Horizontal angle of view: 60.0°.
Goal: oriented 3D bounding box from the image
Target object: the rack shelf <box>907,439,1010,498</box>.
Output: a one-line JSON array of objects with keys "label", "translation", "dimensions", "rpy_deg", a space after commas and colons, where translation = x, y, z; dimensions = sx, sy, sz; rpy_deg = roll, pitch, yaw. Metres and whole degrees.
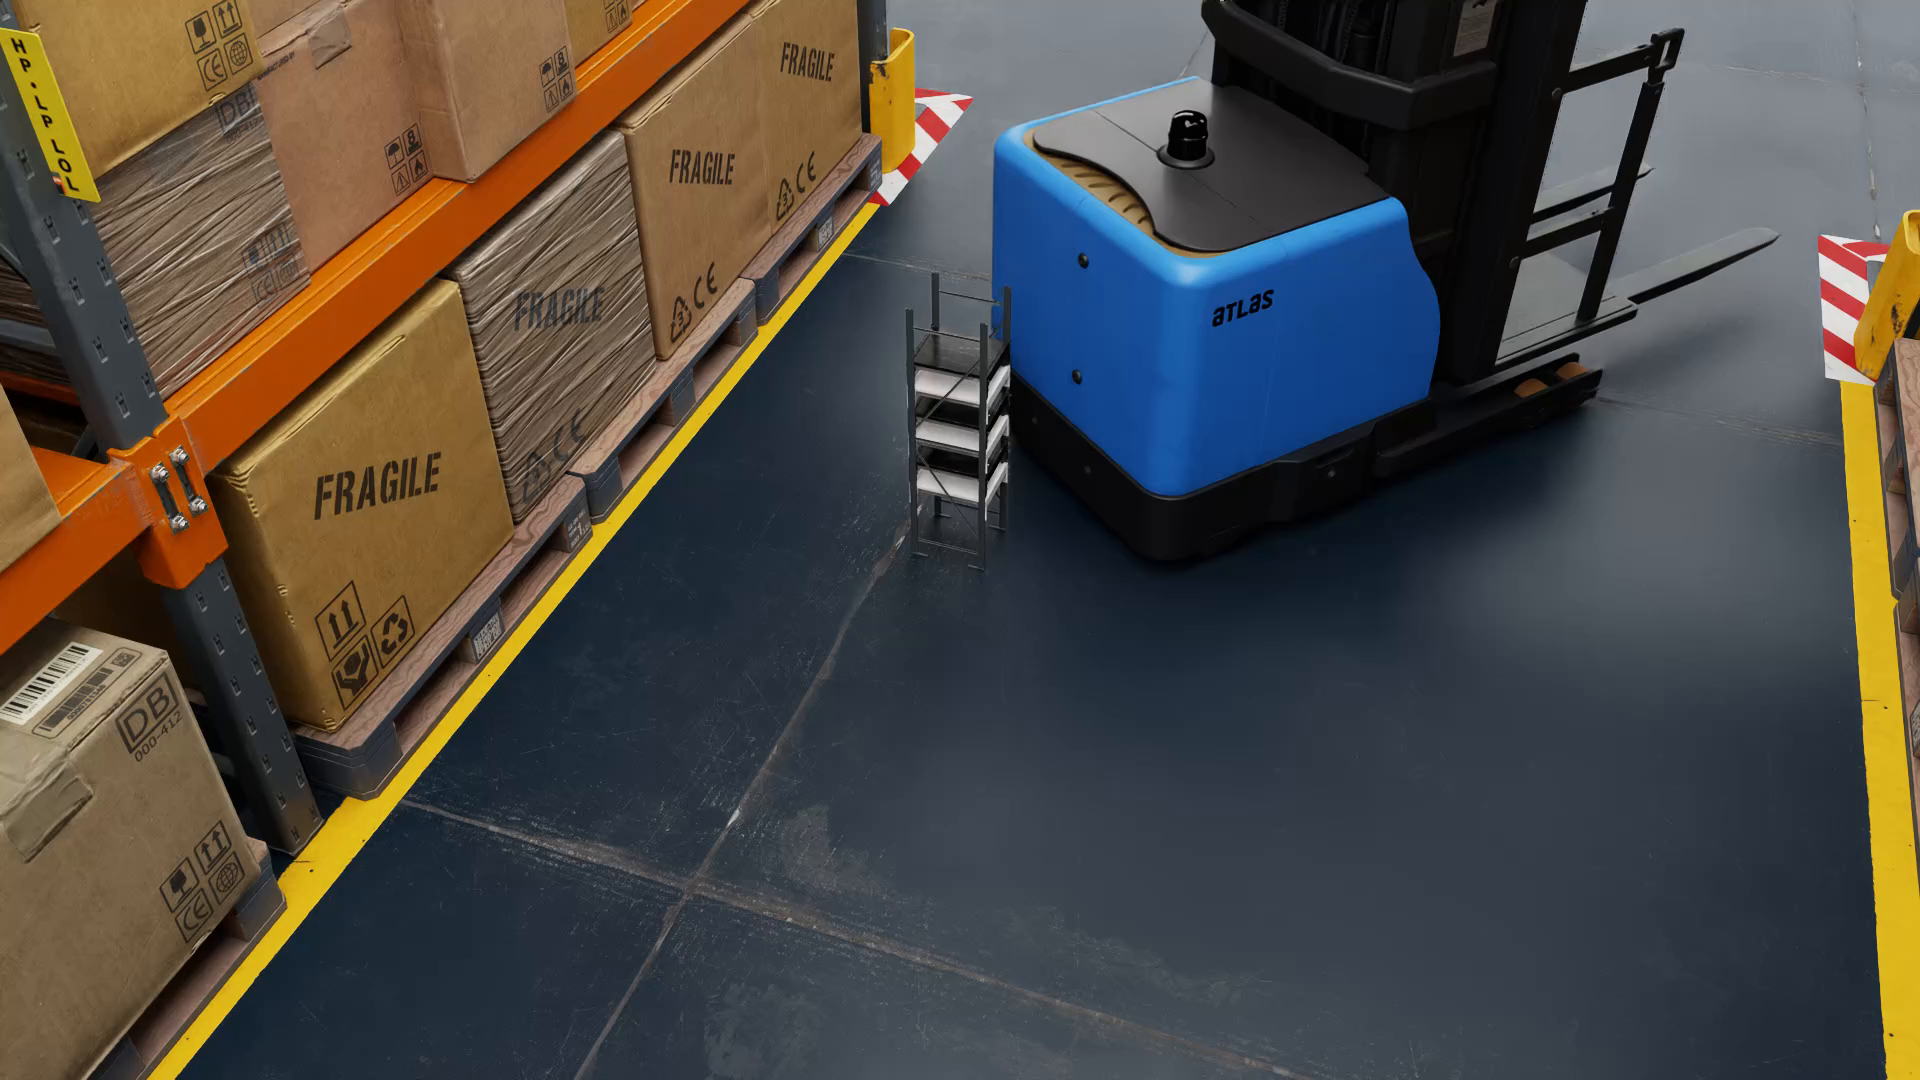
[{"label": "rack shelf", "translation": [-0.003, -0.244, 5.032], "dimensions": [0.258, 0.077, 0.200], "rpy_deg": [13, 42, 15]}]

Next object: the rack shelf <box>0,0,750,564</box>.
[{"label": "rack shelf", "translation": [-1.476, -1.413, 5.150], "dimensions": [1.077, 0.370, 4.000], "rpy_deg": [13, 42, 15]}]

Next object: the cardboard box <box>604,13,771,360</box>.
[{"label": "cardboard box", "translation": [-1.261, -1.293, 5.768], "dimensions": [0.875, 0.875, 0.875], "rpy_deg": [13, 42, 14]}]

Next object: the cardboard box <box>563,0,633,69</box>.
[{"label": "cardboard box", "translation": [-1.496, -1.741, 4.864], "dimensions": [0.875, 0.550, 0.500], "rpy_deg": [13, 42, 15]}]

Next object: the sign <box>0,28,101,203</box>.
[{"label": "sign", "translation": [-1.647, -0.763, 3.002], "dimensions": [0.100, 0.325, 0.005], "rpy_deg": [13, 42, 15]}]

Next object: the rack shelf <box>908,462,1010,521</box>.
[{"label": "rack shelf", "translation": [-0.003, -0.175, 5.091], "dimensions": [0.258, 0.077, 0.200], "rpy_deg": [13, 42, 15]}]

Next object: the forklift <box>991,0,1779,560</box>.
[{"label": "forklift", "translation": [1.615, -1.771, 5.068], "dimensions": [3.031, 2.935, 1.130], "rpy_deg": [-21, 45, -23]}]

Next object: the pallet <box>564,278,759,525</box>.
[{"label": "pallet", "translation": [-1.411, -0.599, 5.790], "dimensions": [1.003, 0.211, 1.213], "rpy_deg": [13, 42, 15]}]

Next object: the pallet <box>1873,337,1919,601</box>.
[{"label": "pallet", "translation": [3.497, -0.150, 5.263], "dimensions": [1.003, 0.211, 1.213], "rpy_deg": [13, 42, 15]}]

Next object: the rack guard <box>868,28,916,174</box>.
[{"label": "rack guard", "translation": [-0.784, -1.971, 7.175], "dimensions": [1.175, 0.500, 0.348], "rpy_deg": [13, 42, 15]}]

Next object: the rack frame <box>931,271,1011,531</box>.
[{"label": "rack frame", "translation": [0.032, -0.399, 5.025], "dimensions": [0.240, 0.900, 0.006], "rpy_deg": [13, 42, 15]}]

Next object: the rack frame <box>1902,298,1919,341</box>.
[{"label": "rack frame", "translation": [3.834, -1.744, 4.984], "dimensions": [1.000, 3.000, 0.127], "rpy_deg": [13, 42, 15]}]

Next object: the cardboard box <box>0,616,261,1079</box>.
[{"label": "cardboard box", "translation": [-2.287, 0.627, 3.613], "dimensions": [1.050, 0.750, 0.750], "rpy_deg": [13, 42, 15]}]

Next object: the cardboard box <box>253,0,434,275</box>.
[{"label": "cardboard box", "translation": [-1.878, -1.092, 4.104], "dimensions": [0.875, 0.550, 0.550], "rpy_deg": [13, 42, 15]}]

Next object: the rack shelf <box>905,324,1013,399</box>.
[{"label": "rack shelf", "translation": [-0.003, -0.517, 4.799], "dimensions": [0.258, 0.077, 0.200], "rpy_deg": [13, 42, 15]}]

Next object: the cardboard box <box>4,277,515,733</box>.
[{"label": "cardboard box", "translation": [-1.879, -0.187, 4.471], "dimensions": [0.875, 0.875, 0.875], "rpy_deg": [14, 42, 16]}]

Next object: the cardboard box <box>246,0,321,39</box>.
[{"label": "cardboard box", "translation": [-1.922, -1.514, 3.766], "dimensions": [0.875, 0.550, 0.550], "rpy_deg": [13, 42, 15]}]

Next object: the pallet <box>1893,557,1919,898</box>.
[{"label": "pallet", "translation": [3.079, 0.592, 4.393], "dimensions": [1.003, 0.211, 1.213], "rpy_deg": [13, 42, 15]}]

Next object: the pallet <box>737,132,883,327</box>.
[{"label": "pallet", "translation": [-0.992, -1.341, 6.659], "dimensions": [1.003, 0.211, 1.213], "rpy_deg": [13, 42, 15]}]

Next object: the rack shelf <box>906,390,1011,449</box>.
[{"label": "rack shelf", "translation": [-0.003, -0.381, 4.915], "dimensions": [0.258, 0.077, 0.200], "rpy_deg": [13, 42, 15]}]

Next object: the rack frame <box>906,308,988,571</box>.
[{"label": "rack frame", "translation": [-0.038, -0.275, 4.879], "dimensions": [0.240, 0.900, 0.006], "rpy_deg": [13, 42, 15]}]

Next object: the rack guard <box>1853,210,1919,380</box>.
[{"label": "rack guard", "translation": [3.808, -0.747, 5.741], "dimensions": [1.175, 0.500, 0.348], "rpy_deg": [13, 42, 15]}]

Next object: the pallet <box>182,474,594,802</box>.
[{"label": "pallet", "translation": [-1.826, 0.147, 4.915], "dimensions": [1.003, 0.211, 1.213], "rpy_deg": [13, 42, 15]}]

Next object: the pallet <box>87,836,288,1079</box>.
[{"label": "pallet", "translation": [-2.353, 1.081, 3.820], "dimensions": [1.003, 0.211, 1.213], "rpy_deg": [13, 42, 15]}]

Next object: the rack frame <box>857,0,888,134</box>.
[{"label": "rack frame", "translation": [-0.792, -2.907, 6.346], "dimensions": [1.000, 3.000, 0.127], "rpy_deg": [13, 42, 15]}]

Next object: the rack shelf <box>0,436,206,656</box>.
[{"label": "rack shelf", "translation": [-2.844, 1.026, 2.290], "dimensions": [1.077, 0.370, 4.000], "rpy_deg": [13, 42, 15]}]

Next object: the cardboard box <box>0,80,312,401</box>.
[{"label": "cardboard box", "translation": [-2.045, -0.752, 3.705], "dimensions": [0.875, 0.550, 0.550], "rpy_deg": [13, 42, 15]}]

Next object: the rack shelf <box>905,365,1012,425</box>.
[{"label": "rack shelf", "translation": [-0.003, -0.449, 4.857], "dimensions": [0.258, 0.077, 0.200], "rpy_deg": [13, 42, 15]}]

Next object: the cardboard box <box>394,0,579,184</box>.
[{"label": "cardboard box", "translation": [-1.583, -1.396, 4.459], "dimensions": [0.875, 0.550, 0.550], "rpy_deg": [13, 42, 15]}]

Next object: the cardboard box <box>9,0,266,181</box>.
[{"label": "cardboard box", "translation": [-2.001, -1.152, 3.342], "dimensions": [0.875, 0.550, 0.550], "rpy_deg": [13, 42, 15]}]

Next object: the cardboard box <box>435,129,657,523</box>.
[{"label": "cardboard box", "translation": [-1.574, -0.737, 5.117], "dimensions": [0.875, 0.875, 0.875], "rpy_deg": [14, 42, 15]}]

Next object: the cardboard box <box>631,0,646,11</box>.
[{"label": "cardboard box", "translation": [-1.353, -2.074, 5.254], "dimensions": [0.875, 0.550, 0.550], "rpy_deg": [13, 42, 15]}]

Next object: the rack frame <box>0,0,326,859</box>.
[{"label": "rack frame", "translation": [-2.160, -0.467, 3.487], "dimensions": [1.000, 3.000, 0.127], "rpy_deg": [13, 42, 15]}]

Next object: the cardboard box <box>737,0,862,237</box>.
[{"label": "cardboard box", "translation": [-0.962, -1.830, 6.397], "dimensions": [0.875, 0.875, 0.875], "rpy_deg": [14, 42, 15]}]

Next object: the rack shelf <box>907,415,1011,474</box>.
[{"label": "rack shelf", "translation": [-0.003, -0.312, 4.974], "dimensions": [0.258, 0.077, 0.200], "rpy_deg": [13, 42, 15]}]

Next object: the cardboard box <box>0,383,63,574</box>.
[{"label": "cardboard box", "translation": [-2.087, -0.128, 3.011], "dimensions": [0.500, 0.500, 0.500], "rpy_deg": [13, 42, 15]}]

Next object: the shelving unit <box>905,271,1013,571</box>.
[{"label": "shelving unit", "translation": [-0.003, -0.337, 4.952], "dimensions": [0.258, 0.900, 0.210], "rpy_deg": [13, 42, 15]}]
